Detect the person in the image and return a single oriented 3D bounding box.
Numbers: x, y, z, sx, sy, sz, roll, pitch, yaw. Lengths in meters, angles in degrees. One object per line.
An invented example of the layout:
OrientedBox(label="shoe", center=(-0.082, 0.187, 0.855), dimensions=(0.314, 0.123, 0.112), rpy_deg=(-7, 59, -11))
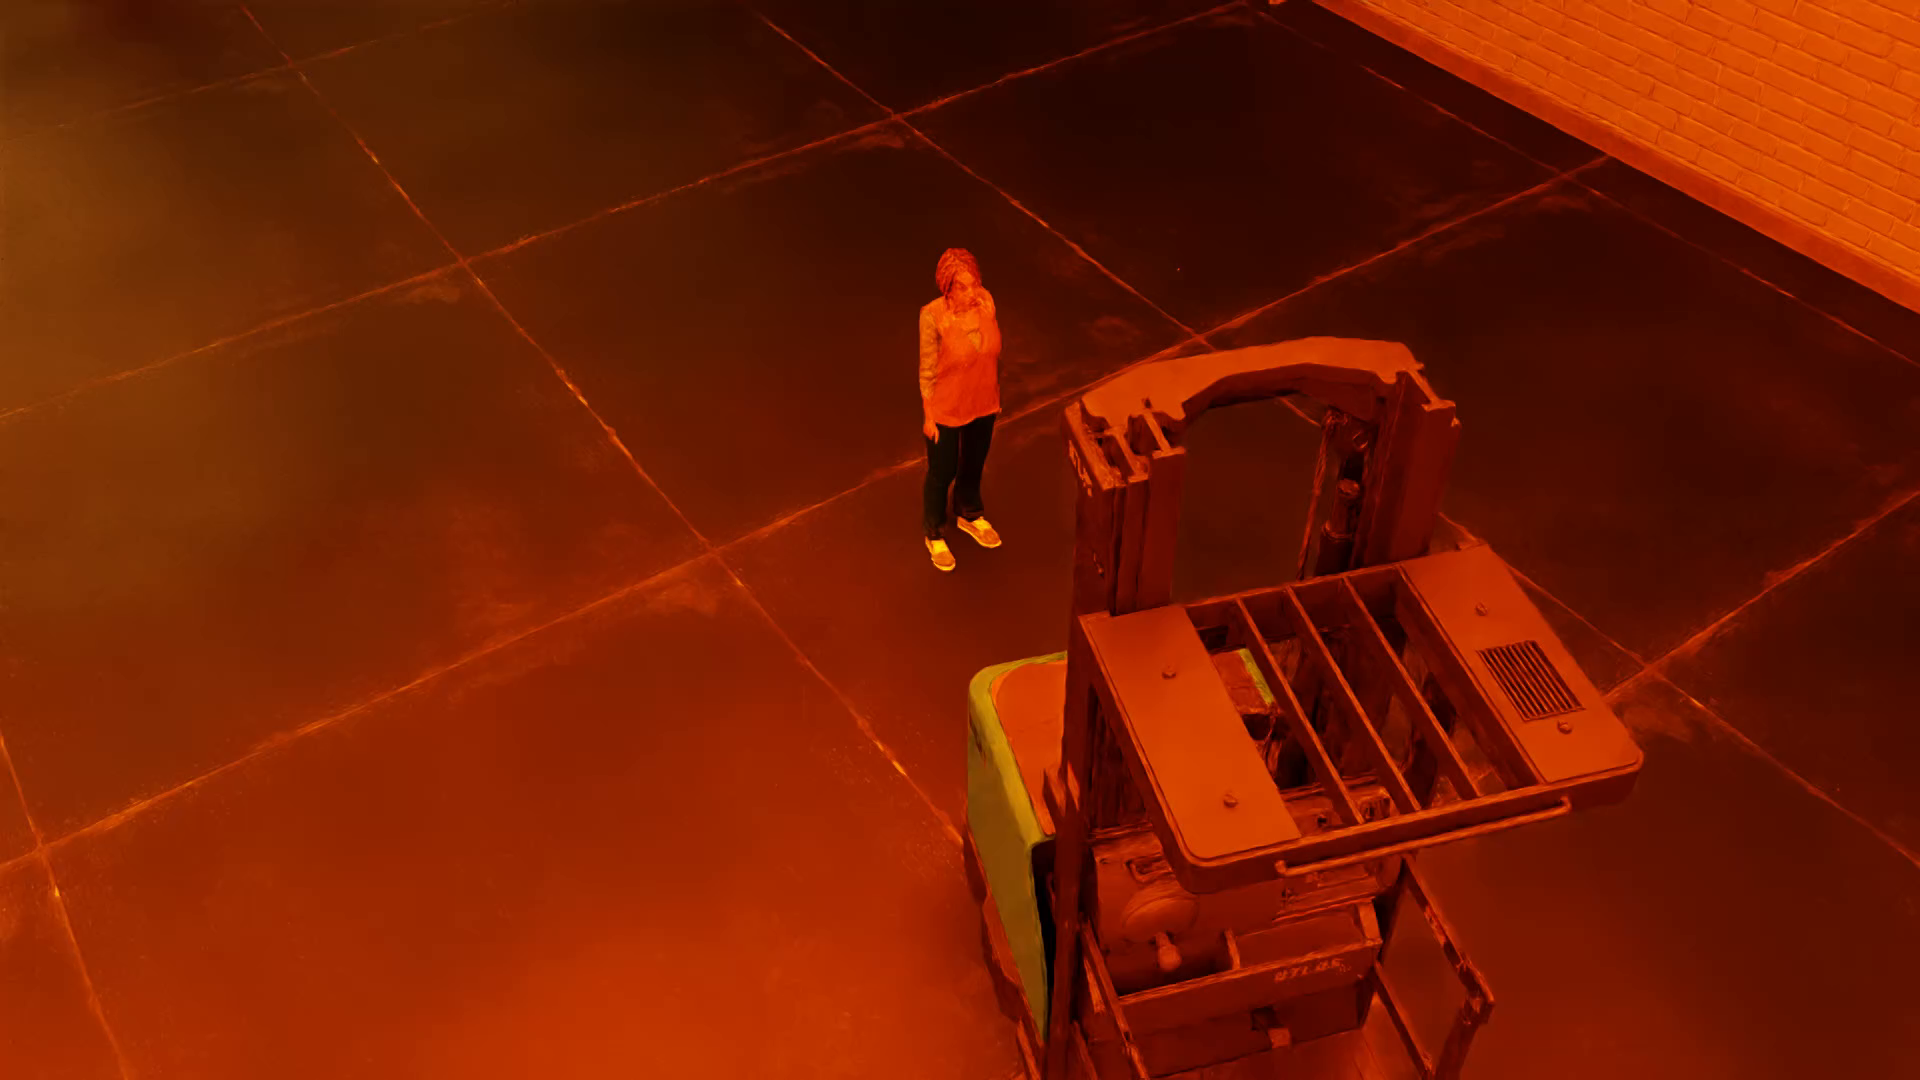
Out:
OrientedBox(label="person", center=(0.006, -0.583, 7.331), dimensions=(0.405, 1.604, 0.311), rpy_deg=(-25, 48, -25))

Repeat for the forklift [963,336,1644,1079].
OrientedBox(label="forklift", center=(0.886, 1.044, 4.582), dimensions=(1.130, 2.935, 3.031), rpy_deg=(-10, 44, -11))
